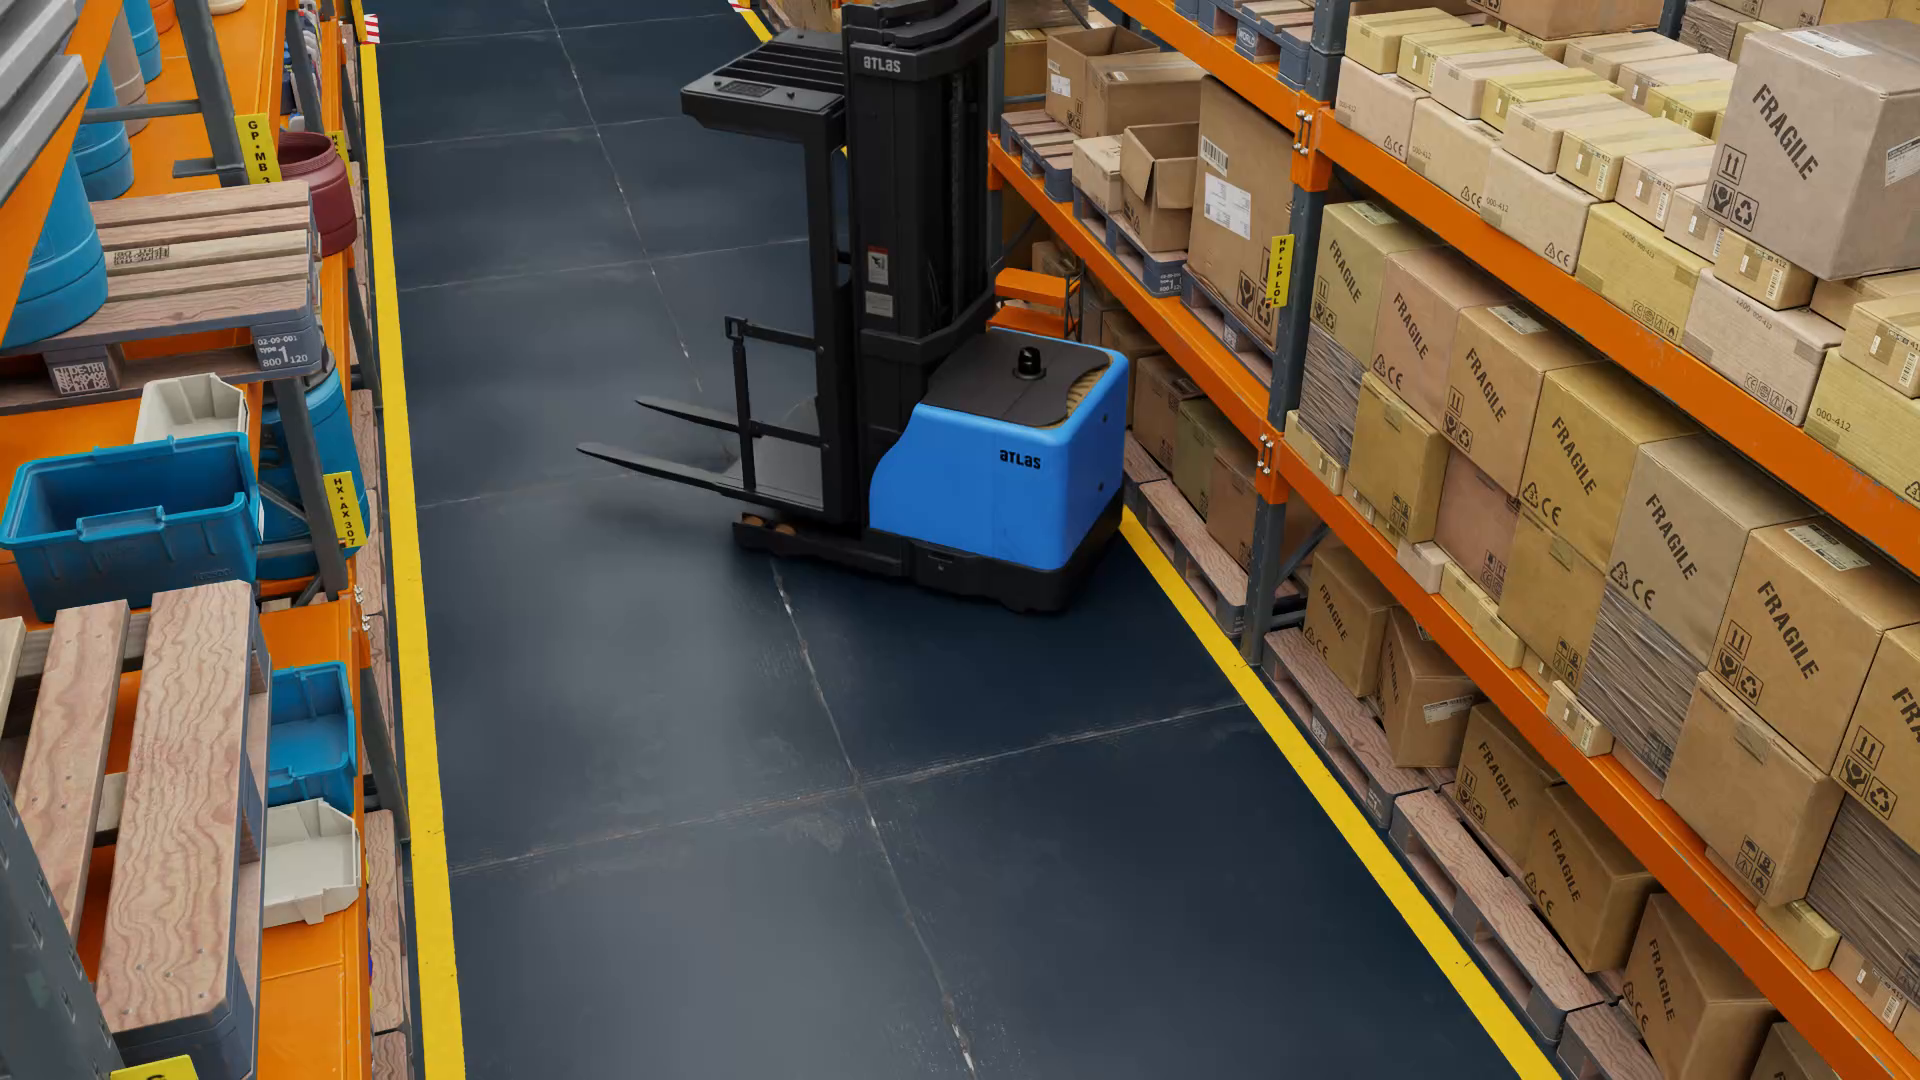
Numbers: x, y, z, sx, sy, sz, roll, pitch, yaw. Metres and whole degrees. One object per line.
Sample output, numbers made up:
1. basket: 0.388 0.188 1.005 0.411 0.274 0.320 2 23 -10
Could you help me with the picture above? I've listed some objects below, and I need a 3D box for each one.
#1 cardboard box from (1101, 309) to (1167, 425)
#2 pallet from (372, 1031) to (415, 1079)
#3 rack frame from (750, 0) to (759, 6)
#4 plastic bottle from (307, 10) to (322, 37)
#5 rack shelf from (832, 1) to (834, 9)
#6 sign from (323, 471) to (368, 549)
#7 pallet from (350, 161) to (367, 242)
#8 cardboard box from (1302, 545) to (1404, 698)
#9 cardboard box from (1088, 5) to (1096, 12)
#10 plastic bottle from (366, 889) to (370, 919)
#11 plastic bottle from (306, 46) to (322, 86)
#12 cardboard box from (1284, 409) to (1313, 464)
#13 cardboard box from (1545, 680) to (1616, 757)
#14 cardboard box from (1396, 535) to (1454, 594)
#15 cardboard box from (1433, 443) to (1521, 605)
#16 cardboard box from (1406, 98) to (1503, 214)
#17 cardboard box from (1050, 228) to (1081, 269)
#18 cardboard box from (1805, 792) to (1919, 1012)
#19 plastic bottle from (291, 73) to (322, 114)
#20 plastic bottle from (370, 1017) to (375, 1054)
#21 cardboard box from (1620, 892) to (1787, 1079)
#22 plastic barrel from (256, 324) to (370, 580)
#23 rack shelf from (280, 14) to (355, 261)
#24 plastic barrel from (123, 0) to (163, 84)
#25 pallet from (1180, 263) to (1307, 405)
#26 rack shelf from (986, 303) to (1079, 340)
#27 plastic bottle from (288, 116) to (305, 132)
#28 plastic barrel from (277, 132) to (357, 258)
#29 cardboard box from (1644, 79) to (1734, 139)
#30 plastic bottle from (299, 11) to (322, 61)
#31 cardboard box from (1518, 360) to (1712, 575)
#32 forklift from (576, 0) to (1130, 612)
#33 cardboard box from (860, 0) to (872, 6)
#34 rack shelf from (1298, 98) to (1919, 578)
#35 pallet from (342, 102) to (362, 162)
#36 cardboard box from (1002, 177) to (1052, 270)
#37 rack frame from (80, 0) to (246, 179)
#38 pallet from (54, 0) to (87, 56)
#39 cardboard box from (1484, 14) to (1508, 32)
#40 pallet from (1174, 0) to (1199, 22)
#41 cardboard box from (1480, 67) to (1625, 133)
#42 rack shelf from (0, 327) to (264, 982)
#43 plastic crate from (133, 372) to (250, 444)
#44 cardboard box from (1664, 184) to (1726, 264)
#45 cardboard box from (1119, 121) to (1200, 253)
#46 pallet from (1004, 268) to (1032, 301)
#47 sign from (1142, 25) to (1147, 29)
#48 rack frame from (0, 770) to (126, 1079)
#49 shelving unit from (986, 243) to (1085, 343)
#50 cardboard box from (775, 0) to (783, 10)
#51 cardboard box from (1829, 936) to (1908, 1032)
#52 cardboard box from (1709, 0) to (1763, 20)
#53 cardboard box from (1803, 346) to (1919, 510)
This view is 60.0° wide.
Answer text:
1. cardboard box: 1.238 -1.049 9.804 0.700 0.500 0.500 -7 34 -11
2. pallet: -2.302 2.256 5.465 1.003 0.211 1.213 -10 35 -15
3. rack frame: -1.786 -7.042 17.006 1.000 3.000 0.127 -10 35 -15
4. plastic bottle: -4.794 -3.818 12.306 0.097 0.201 0.097 0 33 0
5. rack shelf: -1.176 -5.692 15.615 1.077 0.370 4.000 -10 35 -15
6. sign: -2.316 -0.111 6.266 0.100 0.325 0.005 -10 35 -15
7. pallet: -5.087 -2.534 12.713 1.003 0.211 1.213 -10 35 -15
8. cardboard box: 1.958 0.342 7.717 0.500 0.500 0.500 -11 35 -16
9. cardboard box: 0.605 -3.455 11.487 0.500 0.500 0.500 -11 35 -16
10. plastic bottle: -2.372 1.302 6.382 0.144 0.351 0.185 -11 35 -16
11. plastic bottle: -4.478 -3.256 11.389 0.152 0.276 0.135 -10 35 -15
12. cardboard box: 1.653 -0.474 7.294 0.380 0.149 0.250 -10 35 -15
13. cardboard box: 2.253 0.578 5.702 0.380 0.149 0.250 -10 35 -15
14. cardboard box: 1.942 0.054 6.495 0.380 0.149 0.250 -10 35 -15
15. cardboard box: 2.320 -0.147 6.211 0.875 0.500 0.500 -10 35 -15
16. cardboard box: 1.934 -1.375 5.844 0.500 0.250 0.500 -10 35 -15
17. cardboard box: 0.887 -1.949 10.486 0.500 0.250 0.500 -9 34 -13
18. cardboard box: 2.953 0.899 4.628 0.875 0.500 0.500 -10 35 -15
19. plastic bottle: -4.310 -2.967 10.952 0.152 0.276 0.135 -10 35 -15
20. plastic bottle: -2.169 1.690 5.863 0.152 0.276 0.135 -9 35 -14
21. cardboard box: 2.705 1.587 5.833 0.500 0.500 0.500 -1 33 -2
22. plastic barrel: -2.672 -0.372 6.457 0.600 0.901 0.708 -10 35 -15
23. rack shelf: -4.673 -2.759 11.177 1.077 0.370 4.000 -10 35 -15
24. plastic barrel: -3.604 -2.287 6.634 0.600 0.901 0.708 -10 35 -15
25. pallet: 1.779 -1.088 8.169 1.003 0.211 1.213 -10 35 -15
26. rack shelf: 0.419 -1.198 9.511 0.480 0.148 0.258 15 36 21
27. plastic bottle: -4.028 -2.482 10.217 0.152 0.276 0.135 -10 35 -15
28. plastic barrel: -3.633 -1.873 9.060 0.600 0.536 0.708 -10 35 -15
29. cardboard box: 2.519 -1.414 5.542 0.380 0.149 0.250 -9 34 -13
30. plastic bottle: -4.635 -3.564 11.787 0.144 0.351 0.185 -10 35 -15
31. cardboard box: 2.238 -0.261 5.475 0.500 0.500 0.500 -10 35 -15
32. forklift: -0.672 -1.390 8.514 3.031 2.935 1.130 14 36 20
33. cardboard box: -0.510 -4.437 12.972 0.500 0.500 0.500 -10 35 -15
34. rack shelf: 2.484 -0.643 5.254 1.077 0.370 4.000 -10 35 -15
35. pallet: -5.544 -3.326 13.911 1.003 0.211 1.213 -10 35 -15
36. cardboard box: 0.463 -2.497 11.673 1.225 0.875 0.875 -12 35 -17
37. rack frame: -2.843 -2.412 4.557 1.000 3.000 0.127 -10 35 -15
38. pallet: -2.189 -1.097 3.101 1.003 0.211 1.213 -10 35 -15
39. cardboard box: 2.248 -1.975 6.391 0.380 0.149 0.250 -9 35 -13
40. pallet: 1.468 -2.801 8.037 1.213 0.211 1.003 -10 35 -15
41. cardboard box: 2.004 -1.479 5.640 0.380 0.149 0.250 -9 35 -13
42. rack shelf: -2.233 0.190 3.993 1.077 0.370 4.000 -10 35 -15
43. plastic crate: -1.968 -0.276 4.285 0.243 0.136 0.396 -10 35 -15
44. cardboard box: 2.283 -0.927 4.804 0.380 0.149 0.250 -12 35 -17
45. cardboard box: 1.257 -1.855 8.681 0.797 0.503 0.637 -7 34 -10
46. pallet: 0.485 -2.105 12.064 1.003 0.211 1.213 -10 35 -15
47. sign: 1.168 -3.388 10.498 0.100 0.325 0.005 -10 35 -15
48. rack frame: -1.620 -0.313 1.380 0.949 2.616 0.053 -10 35 -15
49. shelving unit: 0.419 -1.068 9.597 0.503 1.200 0.258 15 36 21
50. cardboard box: -1.515 -6.009 16.988 0.875 0.875 0.875 -10 35 -15
51. cardboard box: 2.735 1.217 4.735 0.380 0.149 0.250 -10 35 -15
52. cardboard box: 5.536 -3.845 11.169 0.700 0.500 0.500 -10 35 -15
53. cardboard box: 2.550 -0.303 4.222 0.500 0.250 0.500 -10 35 -14
